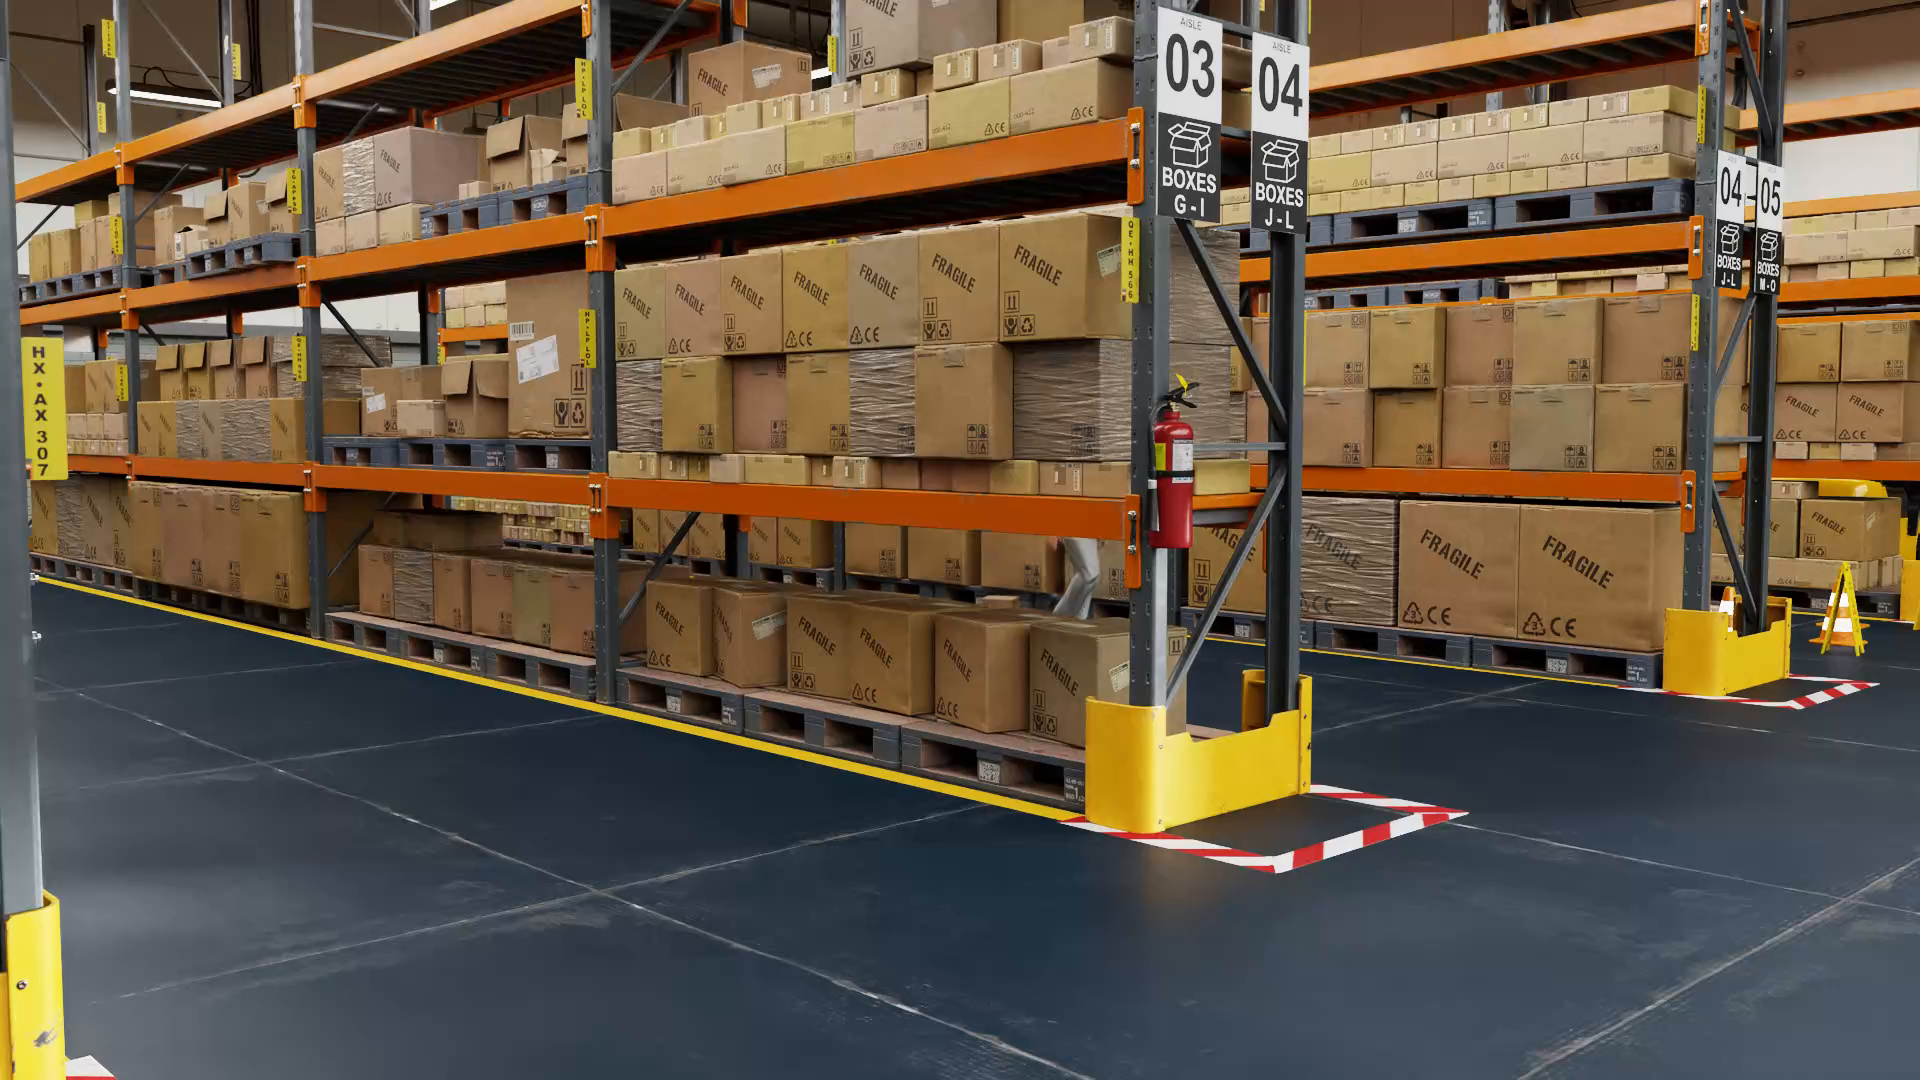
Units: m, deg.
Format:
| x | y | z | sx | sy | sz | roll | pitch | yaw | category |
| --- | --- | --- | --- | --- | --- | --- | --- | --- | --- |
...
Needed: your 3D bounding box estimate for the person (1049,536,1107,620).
| x | y | z | sx | sy | sz | roll | pitch | yaw | category |
| --- | --- | --- | --- | --- | --- | --- | --- | --- | --- |
| 0.854 | -0.065 | 11.617 | 0.437 | 1.672 | 0.477 | 3 | 5 | 37 | person |
